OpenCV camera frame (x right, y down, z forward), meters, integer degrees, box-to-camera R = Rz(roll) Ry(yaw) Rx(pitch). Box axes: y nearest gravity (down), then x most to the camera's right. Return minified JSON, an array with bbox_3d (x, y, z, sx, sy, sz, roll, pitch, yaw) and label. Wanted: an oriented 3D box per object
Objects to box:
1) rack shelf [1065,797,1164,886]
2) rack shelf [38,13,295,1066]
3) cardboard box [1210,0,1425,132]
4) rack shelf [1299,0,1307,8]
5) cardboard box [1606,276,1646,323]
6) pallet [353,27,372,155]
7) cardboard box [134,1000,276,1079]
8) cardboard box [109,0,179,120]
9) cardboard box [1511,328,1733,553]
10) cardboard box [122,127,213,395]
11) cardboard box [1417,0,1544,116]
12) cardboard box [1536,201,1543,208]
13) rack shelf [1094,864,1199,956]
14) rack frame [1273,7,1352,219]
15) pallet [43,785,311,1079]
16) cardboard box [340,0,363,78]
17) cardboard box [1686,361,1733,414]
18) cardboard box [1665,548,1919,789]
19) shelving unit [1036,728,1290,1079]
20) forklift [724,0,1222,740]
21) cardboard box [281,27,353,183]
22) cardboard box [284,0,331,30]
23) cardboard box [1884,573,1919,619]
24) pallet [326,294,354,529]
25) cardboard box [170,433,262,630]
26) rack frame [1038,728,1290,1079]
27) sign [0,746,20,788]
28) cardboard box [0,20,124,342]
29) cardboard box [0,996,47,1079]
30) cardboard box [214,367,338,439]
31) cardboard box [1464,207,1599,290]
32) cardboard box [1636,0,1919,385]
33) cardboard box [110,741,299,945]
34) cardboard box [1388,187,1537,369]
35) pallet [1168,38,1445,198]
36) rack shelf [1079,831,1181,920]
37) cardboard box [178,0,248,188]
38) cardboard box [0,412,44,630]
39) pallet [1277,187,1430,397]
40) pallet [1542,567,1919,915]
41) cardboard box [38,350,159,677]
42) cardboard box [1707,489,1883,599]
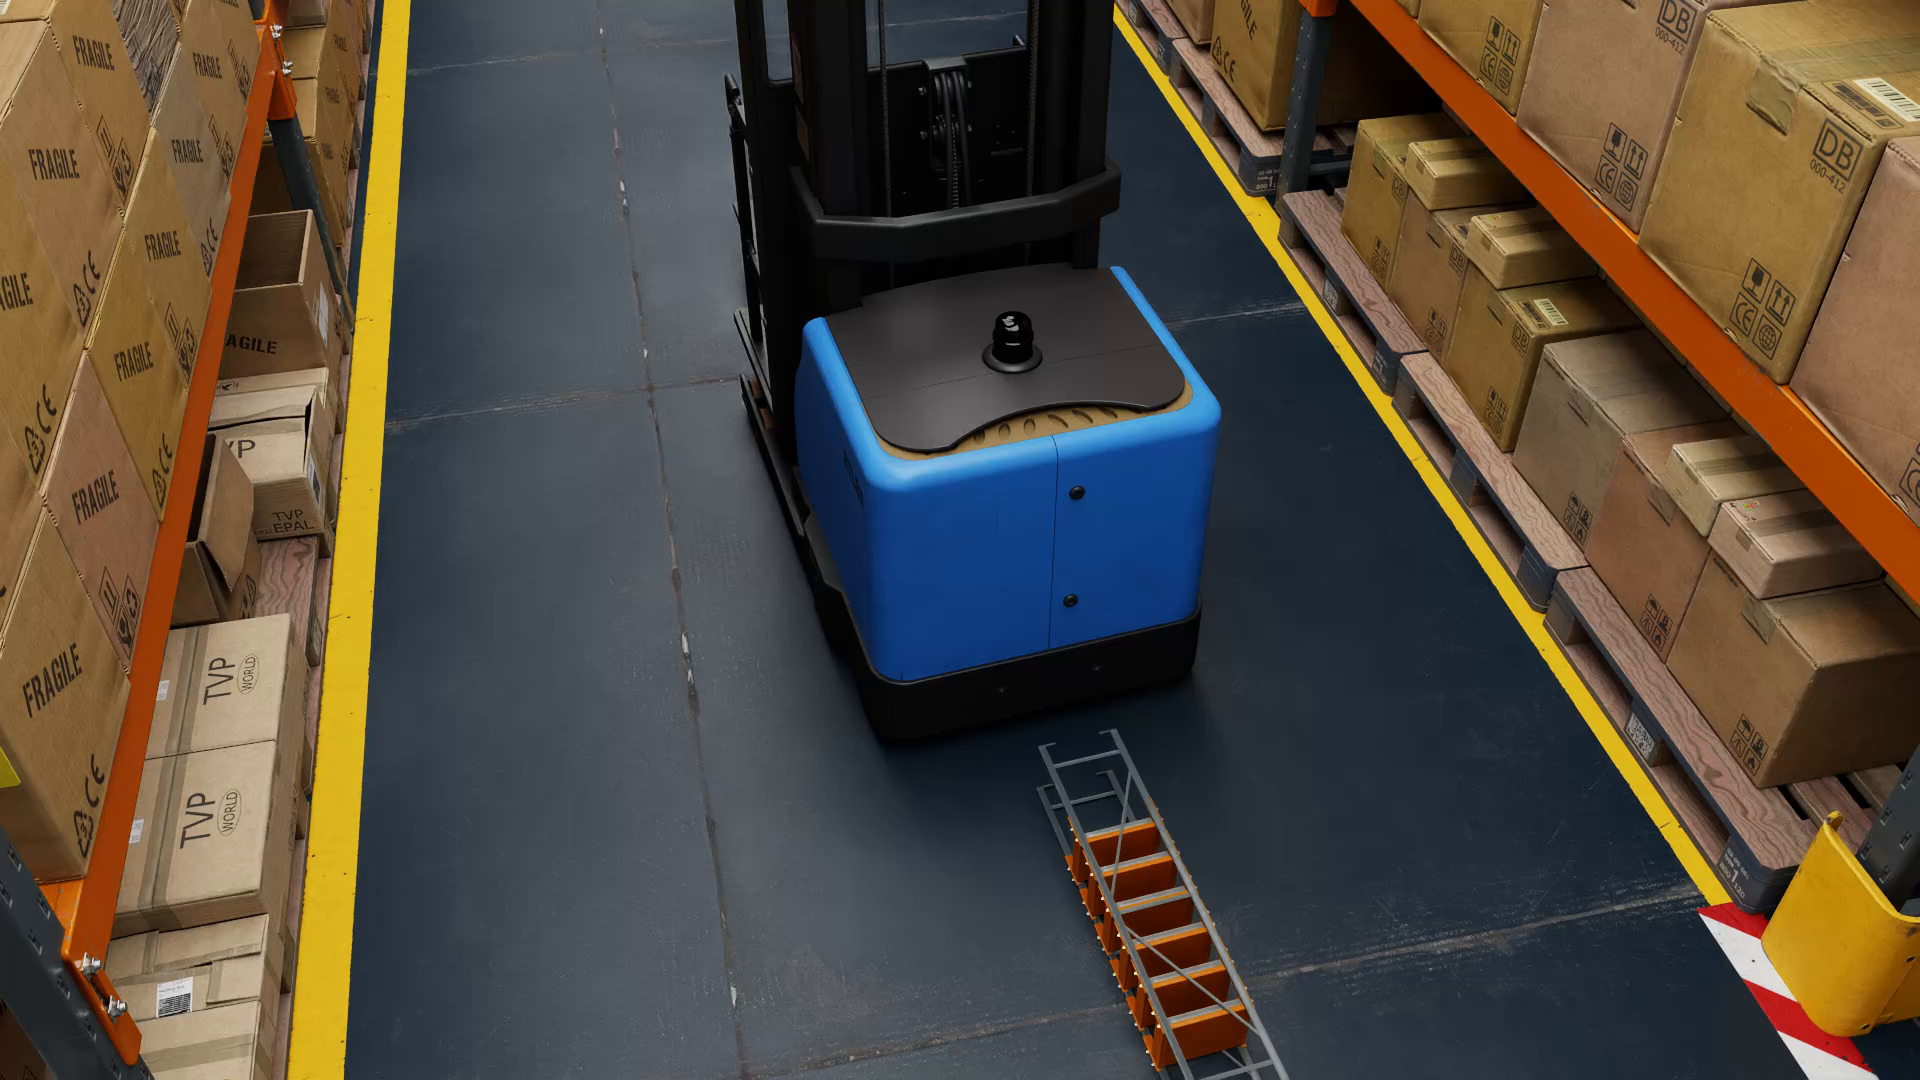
[{"bbox_3d":[0.430,0.843,4.650,0.258,0.180,0.103,-11,43,-13],"label":"rack shelf"},{"bbox_3d":[-2.505,-0.352,4.429,1.077,0.370,4.000,-8,42,-9],"label":"rack shelf"},{"bbox_3d":[1.632,-2.386,7.481,0.750,0.750,0.750,-8,42,-9],"label":"cardboard box"},{"bbox_3d":[1.468,-3.658,8.153,1.077,0.370,4.000,-8,42,-9],"label":"rack shelf"},{"bbox_3d":[2.407,-0.875,5.554,0.380,0.149,0.250,-9,42,-10],"label":"cardboard box"},{"bbox_3d":[-3.416,-2.189,8.057,1.003,0.211,1.213,-8,42,-9],"label":"pallet"},{"bbox_3d":[-1.828,1.256,3.892,0.380,0.149,0.250,-8,42,-9],"label":"cardboard box"},{"bbox_3d":[-2.353,-1.380,4.217,0.500,0.500,0.500,-8,42,-9],"label":"cardboard box"},{"bbox_3d":[2.297,-0.349,5.450,0.700,0.500,0.500,-10,42,-11],"label":"cardboard box"},{"bbox_3d":[-2.240,-0.672,4.172,0.500,0.500,0.500,-8,42,-9],"label":"cardboard box"},{"bbox_3d":[2.153,-1.914,5.421,0.980,0.700,0.700,-9,42,-10],"label":"cardboard box"},{"bbox_3d":[2.297,-1.206,5.927,0.380,0.149,0.250,-10,42,-11],"label":"cardboard box"},{"bbox_3d":[0.500,0.996,4.479,0.258,0.180,0.103,-11,43,-13],"label":"rack shelf"},{"bbox_3d":[1.900,-2.630,6.453,1.000,3.000,0.127,-8,42,-9],"label":"rack frame"},{"bbox_3d":[-2.263,1.152,4.293,1.003,0.211,1.213,-8,42,-9],"label":"pallet"},{"bbox_3d":[-3.138,-2.493,7.851,0.500,0.500,0.500,-10,43,-11],"label":"cardboard box"},{"bbox_3d":[2.517,-0.545,5.182,0.380,0.149,0.250,-8,42,-9],"label":"cardboard box"},{"bbox_3d":[2.514,0.301,4.718,0.700,0.500,0.500,-8,42,-9],"label":"cardboard box"},{"bbox_3d":[0.513,1.025,4.448,0.258,0.189,1.200,-11,43,-13],"label":"shelving unit"},{"bbox_3d":[-0.185,-1.491,5.221,1.130,2.935,3.031,-12,43,-13],"label":"forklift"},{"bbox_3d":[-2.929,-1.840,7.115,0.500,0.500,0.500,-8,42,-9],"label":"cardboard box"},{"bbox_3d":[-3.019,-2.425,7.209,0.500,0.250,0.500,-8,42,-9],"label":"cardboard box"},{"bbox_3d":[2.737,0.111,4.444,0.380,0.149,0.250,-8,42,-9],"label":"cardboard box"},{"bbox_3d":[-2.789,-0.430,6.075,1.003,0.211,1.213,-8,42,-9],"label":"pallet"},{"bbox_3d":[-2.526,0.068,4.963,0.797,0.503,0.637,-8,42,-9],"label":"cardboard box"},{"bbox_3d":[0.513,0.957,4.387,0.240,0.006,1.200,-11,43,-13],"label":"rack frame"},{"bbox_3d":[-1.543,0.273,2.530,0.100,0.325,0.005,-8,42,-9],"label":"sign"},{"bbox_3d":[-2.135,-0.725,3.478,0.500,0.500,0.500,-8,42,-9],"label":"cardboard box"},{"bbox_3d":[-2.431,1.128,3.771,0.500,0.500,0.500,-8,42,-9],"label":"cardboard box"},{"bbox_3d":[-2.397,-0.453,5.817,0.380,0.149,0.250,-8,42,-9],"label":"cardboard box"},{"bbox_3d":[1.970,-1.009,5.705,0.380,0.149,0.250,-9,42,-11],"label":"cardboard box"},{"bbox_3d":[2.475,-0.949,4.333,0.980,0.700,0.700,-9,42,-10],"label":"cardboard box"},{"bbox_3d":[-2.021,0.821,4.305,0.500,0.250,0.500,-8,42,-9],"label":"cardboard box"},{"bbox_3d":[2.066,-1.027,6.214,0.700,0.500,0.500,-9,42,-10],"label":"cardboard box"},{"bbox_3d":[1.659,-2.077,7.930,1.003,0.211,1.213,-8,42,-9],"label":"pallet"},{"bbox_3d":[0.465,0.920,4.565,0.258,0.180,0.103,-11,43,-13],"label":"rack shelf"},{"bbox_3d":[-2.465,-1.334,4.918,0.500,0.500,0.500,-7,42,-8],"label":"cardboard box"},{"bbox_3d":[-1.911,-0.062,2.732,0.500,0.500,0.500,-7,42,-8],"label":"cardboard box"},{"bbox_3d":[1.987,-1.083,6.811,1.003,0.211,1.213,-8,42,-9],"label":"pallet"},{"bbox_3d":[2.514,0.498,5.030,1.003,0.211,1.213,-8,42,-9],"label":"pallet"},{"bbox_3d":[-2.028,-0.022,3.439,0.500,0.500,0.500,-9,42,-10],"label":"cardboard box"},{"bbox_3d":[2.309,0.001,4.567,0.380,0.149,0.250,-9,42,-10],"label":"cardboard box"}]
